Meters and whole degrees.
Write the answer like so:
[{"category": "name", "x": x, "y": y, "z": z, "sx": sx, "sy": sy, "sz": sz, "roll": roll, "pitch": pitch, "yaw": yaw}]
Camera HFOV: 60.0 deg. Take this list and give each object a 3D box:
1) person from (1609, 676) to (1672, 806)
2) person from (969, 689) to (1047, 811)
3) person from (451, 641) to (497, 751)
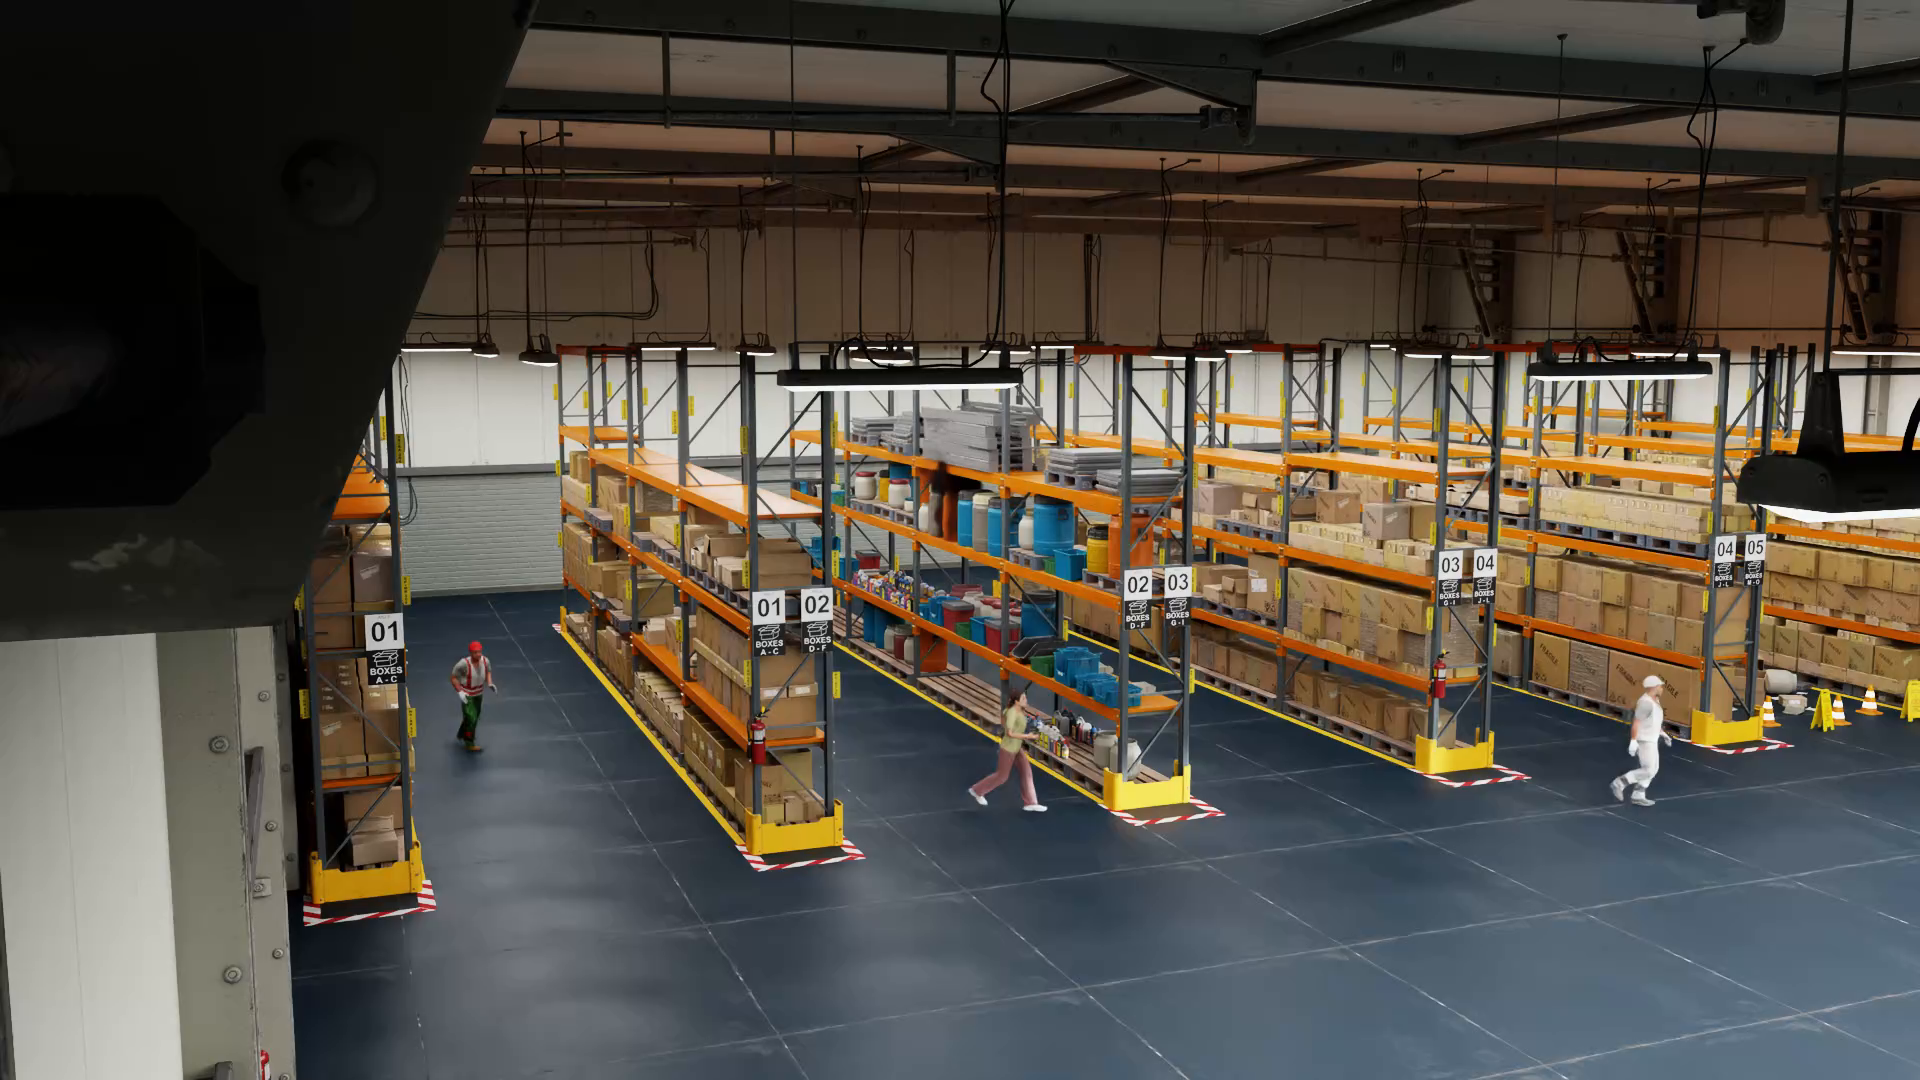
[{"category": "person", "x": 9.048, "y": 2.659, "z": 22.094, "sx": 0.684, "sy": 1.755, "sz": 0.723, "roll": 5, "pitch": 9, "yaw": 32}, {"category": "person", "x": 0.623, "y": 2.742, "z": 21.726, "sx": 1.026, "sy": 1.630, "sz": 0.550, "roll": 2, "pitch": 8, "yaw": 16}, {"category": "person", "x": -7.379, "y": 2.322, "z": 25.034, "sx": 0.901, "sy": 1.697, "sz": 0.663, "roll": 4, "pitch": 8, "yaw": 30}]
